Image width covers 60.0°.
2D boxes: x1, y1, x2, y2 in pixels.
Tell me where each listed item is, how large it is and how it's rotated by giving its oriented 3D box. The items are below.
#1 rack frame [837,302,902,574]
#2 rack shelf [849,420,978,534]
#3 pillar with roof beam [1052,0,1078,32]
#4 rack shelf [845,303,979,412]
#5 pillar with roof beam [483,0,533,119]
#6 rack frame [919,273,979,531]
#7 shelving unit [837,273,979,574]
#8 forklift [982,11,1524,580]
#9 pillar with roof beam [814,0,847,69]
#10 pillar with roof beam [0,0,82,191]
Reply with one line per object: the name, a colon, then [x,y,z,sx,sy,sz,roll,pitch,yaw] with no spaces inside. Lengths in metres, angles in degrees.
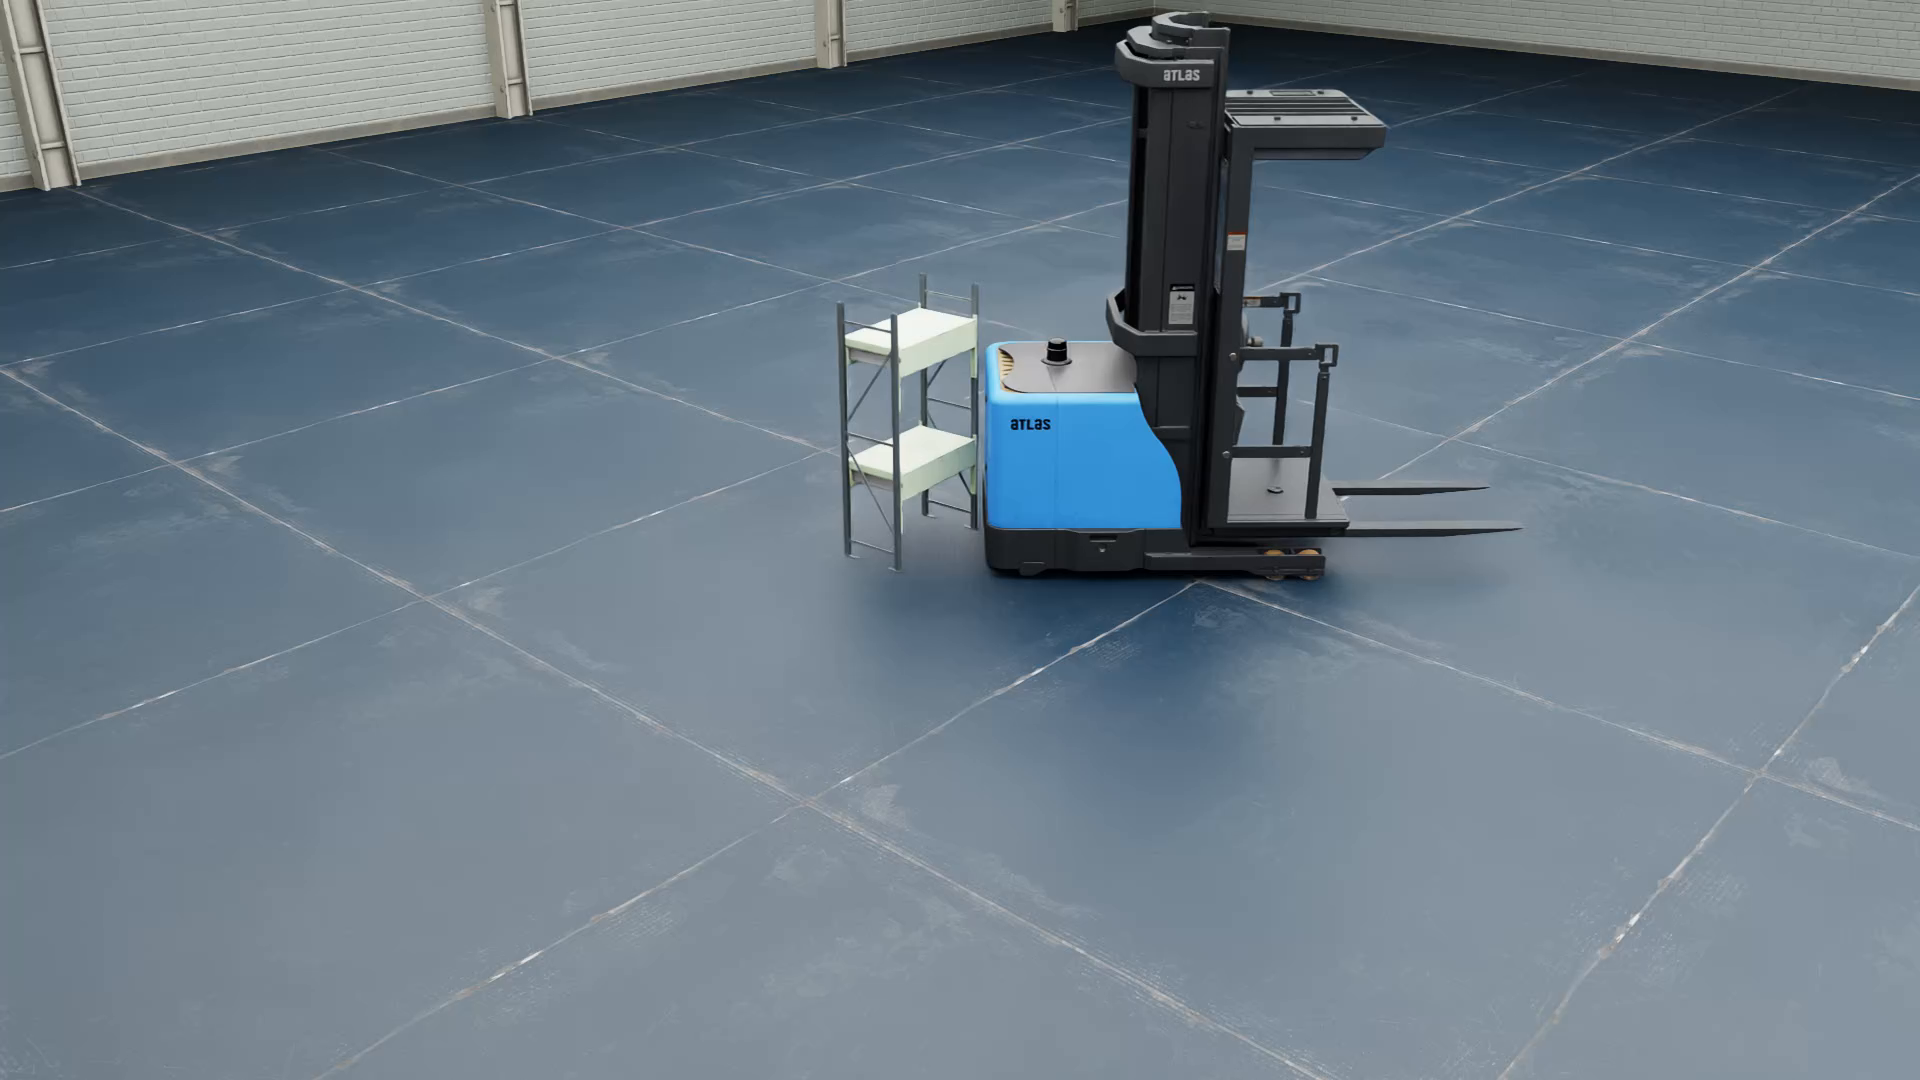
rack frame: [-0.495,-0.547,9.137,0.400,1.500,0.023,17,29,32]
rack shelf: [-0.279,-0.371,9.541,0.431,0.370,0.720,17,29,32]
pillar with roof beam: [5.145,-12.370,26.340,9.100,9.000,0.400,20,31,38]
rack shelf: [-0.279,-1.024,9.248,0.431,0.370,0.720,17,29,32]
pillar with roof beam: [-2.864,-8.714,18.186,9.100,9.000,0.400,20,31,38]
rack frame: [-0.064,-0.789,9.678,0.400,1.500,0.023,17,29,32]
shelving unit: [-0.279,-0.668,9.408,0.431,1.500,0.755,17,29,32]
forklift: [1.656,-1.331,9.137,3.031,2.935,1.130,0,24,-1]
pillar with roof beam: [1.140,-10.542,22.263,9.100,9.000,0.400,20,31,38]
pillar with roof beam: [-6.869,-6.886,14.109,9.100,9.000,0.400,20,31,38]
